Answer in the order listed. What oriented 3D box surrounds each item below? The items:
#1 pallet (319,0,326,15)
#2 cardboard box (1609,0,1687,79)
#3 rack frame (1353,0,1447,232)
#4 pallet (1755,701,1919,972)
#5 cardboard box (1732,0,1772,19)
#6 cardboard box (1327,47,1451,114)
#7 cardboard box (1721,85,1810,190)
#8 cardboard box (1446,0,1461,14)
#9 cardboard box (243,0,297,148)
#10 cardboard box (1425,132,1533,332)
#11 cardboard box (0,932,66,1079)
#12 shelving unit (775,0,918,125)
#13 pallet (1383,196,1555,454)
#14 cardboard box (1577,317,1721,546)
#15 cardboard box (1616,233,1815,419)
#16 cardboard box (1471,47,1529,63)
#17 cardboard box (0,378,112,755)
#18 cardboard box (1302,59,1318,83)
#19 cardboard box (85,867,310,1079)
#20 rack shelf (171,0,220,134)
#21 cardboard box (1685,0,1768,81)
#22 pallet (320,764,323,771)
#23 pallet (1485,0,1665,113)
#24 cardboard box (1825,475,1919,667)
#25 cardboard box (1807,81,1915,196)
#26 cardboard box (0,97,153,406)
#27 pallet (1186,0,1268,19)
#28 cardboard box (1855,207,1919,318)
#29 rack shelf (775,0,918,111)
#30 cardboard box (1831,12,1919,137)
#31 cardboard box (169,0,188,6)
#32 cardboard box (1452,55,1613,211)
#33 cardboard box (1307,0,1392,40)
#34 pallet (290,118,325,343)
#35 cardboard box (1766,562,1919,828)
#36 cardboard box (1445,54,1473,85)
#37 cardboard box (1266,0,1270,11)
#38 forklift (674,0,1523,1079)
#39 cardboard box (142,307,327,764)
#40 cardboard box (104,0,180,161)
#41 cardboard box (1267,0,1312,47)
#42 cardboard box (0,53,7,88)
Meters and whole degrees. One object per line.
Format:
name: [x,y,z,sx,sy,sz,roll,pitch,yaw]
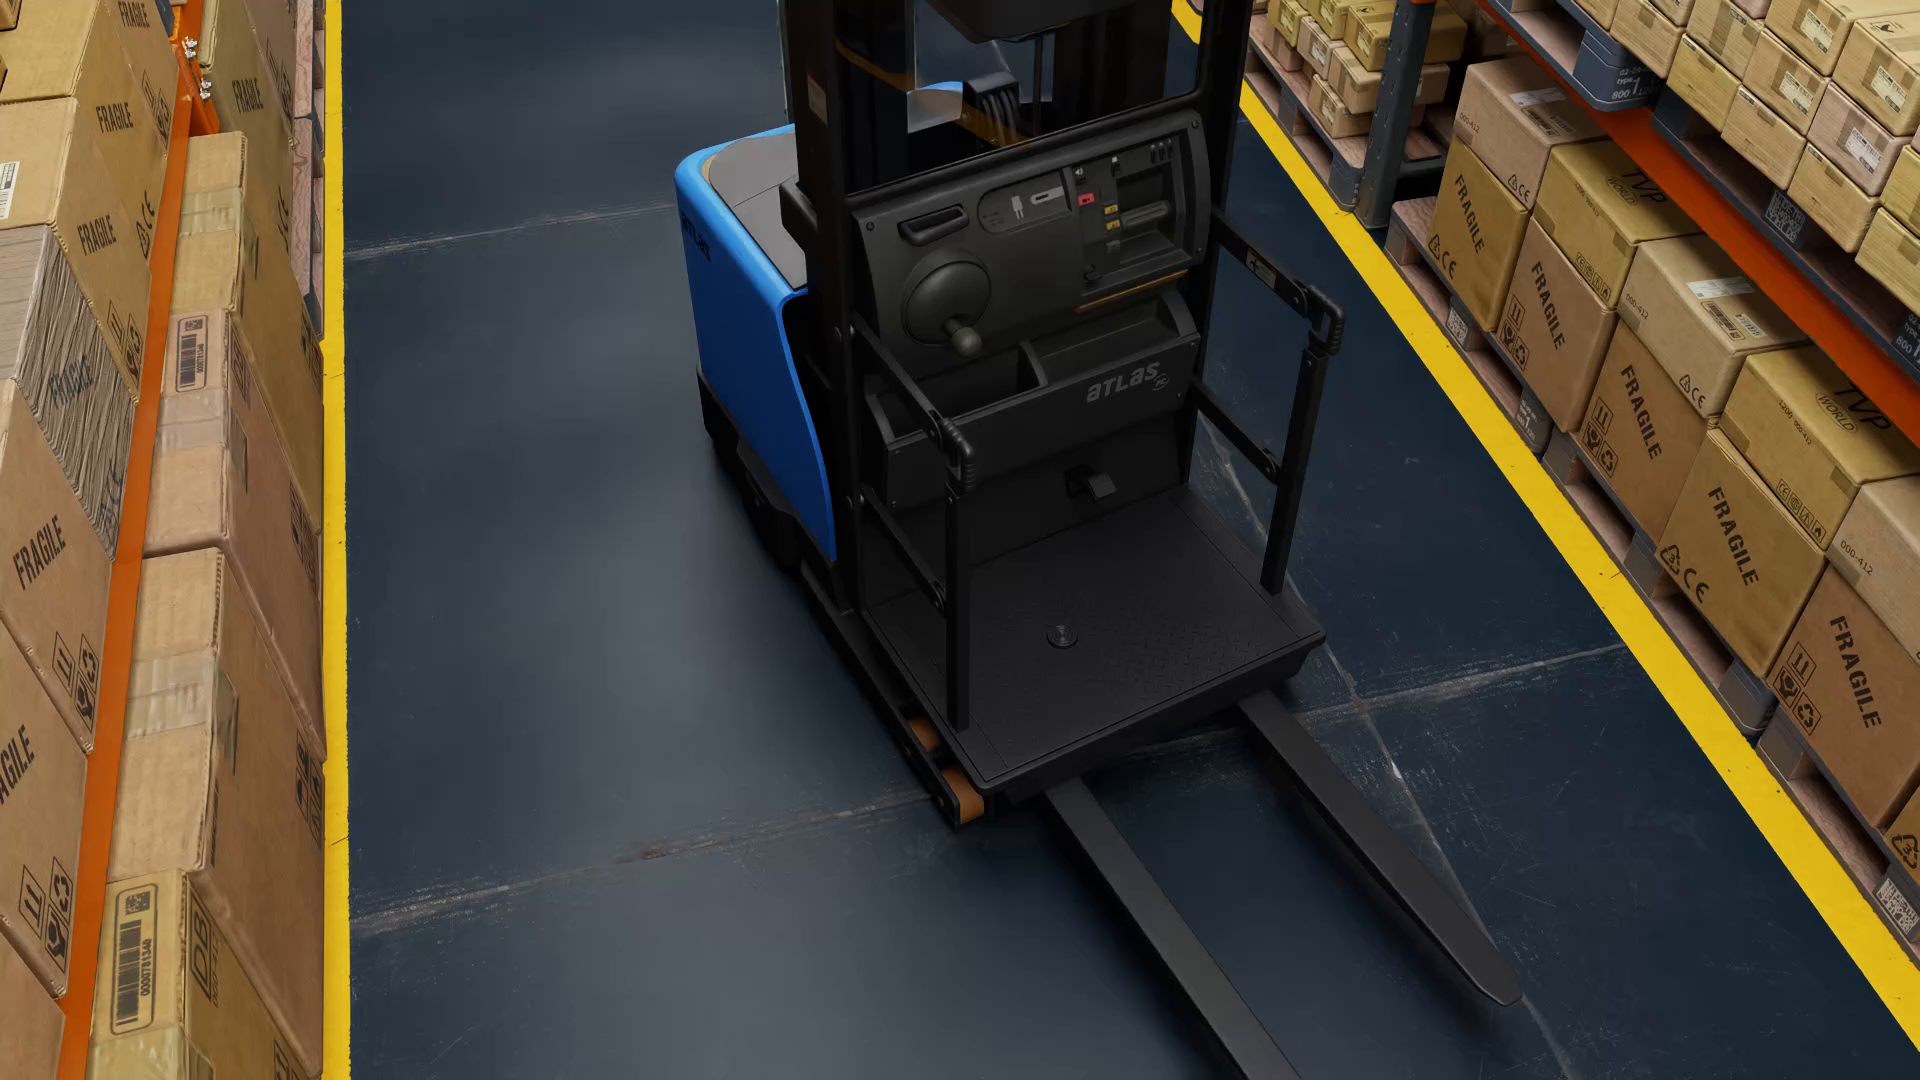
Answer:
pallet: [-3.530,-2.784,7.831,1.003,0.211,1.213,-11,47,-10]
cardboard box: [1.956,-1.364,4.368,0.380,0.149,0.250,-13,47,-12]
rack frame: [2.035,-2.374,5.476,1.000,3.000,0.127,-11,47,-10]
pallet: [2.860,0.824,4.294,1.003,0.211,1.213,-11,47,-10]
cardboard box: [2.023,-1.392,3.980,0.380,0.149,0.250,-9,46,-9]
cardboard box: [1.647,-1.786,6.394,0.380,0.149,0.250,-10,46,-10]
cardboard box: [2.092,-1.002,4.013,0.380,0.149,0.250,-13,47,-12]
cardboard box: [2.133,-2.208,6.599,0.380,0.149,0.250,-9,46,-8]
cardboard box: [-3.108,-2.032,6.334,0.875,0.875,0.875,-11,47,-10]
cardboard box: [1.967,-1.087,5.671,0.500,0.500,0.500,-9,46,-9]
cardboard box: [-1.623,0.805,2.291,0.500,0.500,0.500,-9,46,-9]
shelving unit: [-0.385,-1.478,5.649,0.431,1.500,0.755,-5,46,-5]
pallet: [2.235,-0.860,5.945,1.003,0.211,1.213,-11,47,-10]
cardboard box: [2.252,-0.363,4.962,0.500,0.500,0.500,-10,46,-10]
cardboard box: [2.233,-0.630,4.698,0.500,0.250,0.500,-9,46,-9]
cardboard box: [2.251,-1.936,6.541,0.380,0.149,0.250,-9,46,-8]
cardboard box: [-1.892,0.096,2.986,0.500,0.500,0.500,-11,47,-11]
cardboard box: [1.619,-1.926,6.739,0.380,0.149,0.250,-10,46,-9]
cardboard box: [-1.919,1.341,3.029,1.225,0.875,0.875,-13,47,-12]
rack shelf: [-3.298,-2.666,6.266,1.077,0.370,4.000,-11,47,-10]
cardboard box: [2.031,-1.276,4.074,0.380,0.149,0.250,-11,47,-11]
pallet: [-2.200,0.802,4.316,1.003,0.211,1.213,-11,47,-10]
pallet: [2.090,-1.752,5.001,1.003,0.211,1.213,-11,47,-10]
cardboard box: [2.490,0.083,4.000,0.500,0.250,0.500,-10,46,-10]
cardboard box: [2.160,-0.923,3.728,0.380,0.149,0.250,-10,46,-9]
cardboard box: [-2.142,-0.596,3.664,0.500,0.500,0.500,-11,47,-11]
pallet: [1.513,-2.699,7.747,1.003,0.211,1.213,-11,47,-10]
cardboard box: [2.229,-0.635,3.654,0.380,0.149,0.250,-13,47,-12]
rack shelf: [-0.385,-1.751,5.370,0.431,0.370,0.720,-5,46,-5]
cardboard box: [2.161,-1.027,3.622,0.380,0.149,0.250,-9,46,-8]
cardboard box: [-2.540,-1.714,5.005,0.380,0.149,0.250,-11,47,-10]
cardboard box: [1.968,-1.350,5.404,0.500,0.250,0.500,-13,47,-12]
cardboard box: [1.588,-2.098,6.492,0.380,0.149,0.250,-10,46,-10]
pallet: [-2.905,-1.100,6.180,1.003,0.211,1.213,-11,47,-10]
cardboard box: [2.508,0.350,4.263,0.500,0.500,0.500,-9,46,-9]
cardboard box: [2.184,-2.017,6.828,0.380,0.149,0.250,-9,46,-9]
cardboard box: [1.539,-2.301,7.107,0.380,0.149,0.250,-12,47,-11]
forklift: [0.300,-0.636,3.821,1.130,2.935,3.031,-21,49,-20]
cardboard box: [-2.373,0.115,4.231,1.225,0.875,0.875,-12,47,-12]
cardboard box: [-2.402,-1.299,4.352,0.500,0.500,0.500,-11,47,-10]
cardboard box: [1.480,-2.153,6.753,0.380,0.149,0.250,-12,47,-12]
cardboard box: [-2.450,-1.007,3.365,0.797,0.503,0.637,-10,46,-10]
